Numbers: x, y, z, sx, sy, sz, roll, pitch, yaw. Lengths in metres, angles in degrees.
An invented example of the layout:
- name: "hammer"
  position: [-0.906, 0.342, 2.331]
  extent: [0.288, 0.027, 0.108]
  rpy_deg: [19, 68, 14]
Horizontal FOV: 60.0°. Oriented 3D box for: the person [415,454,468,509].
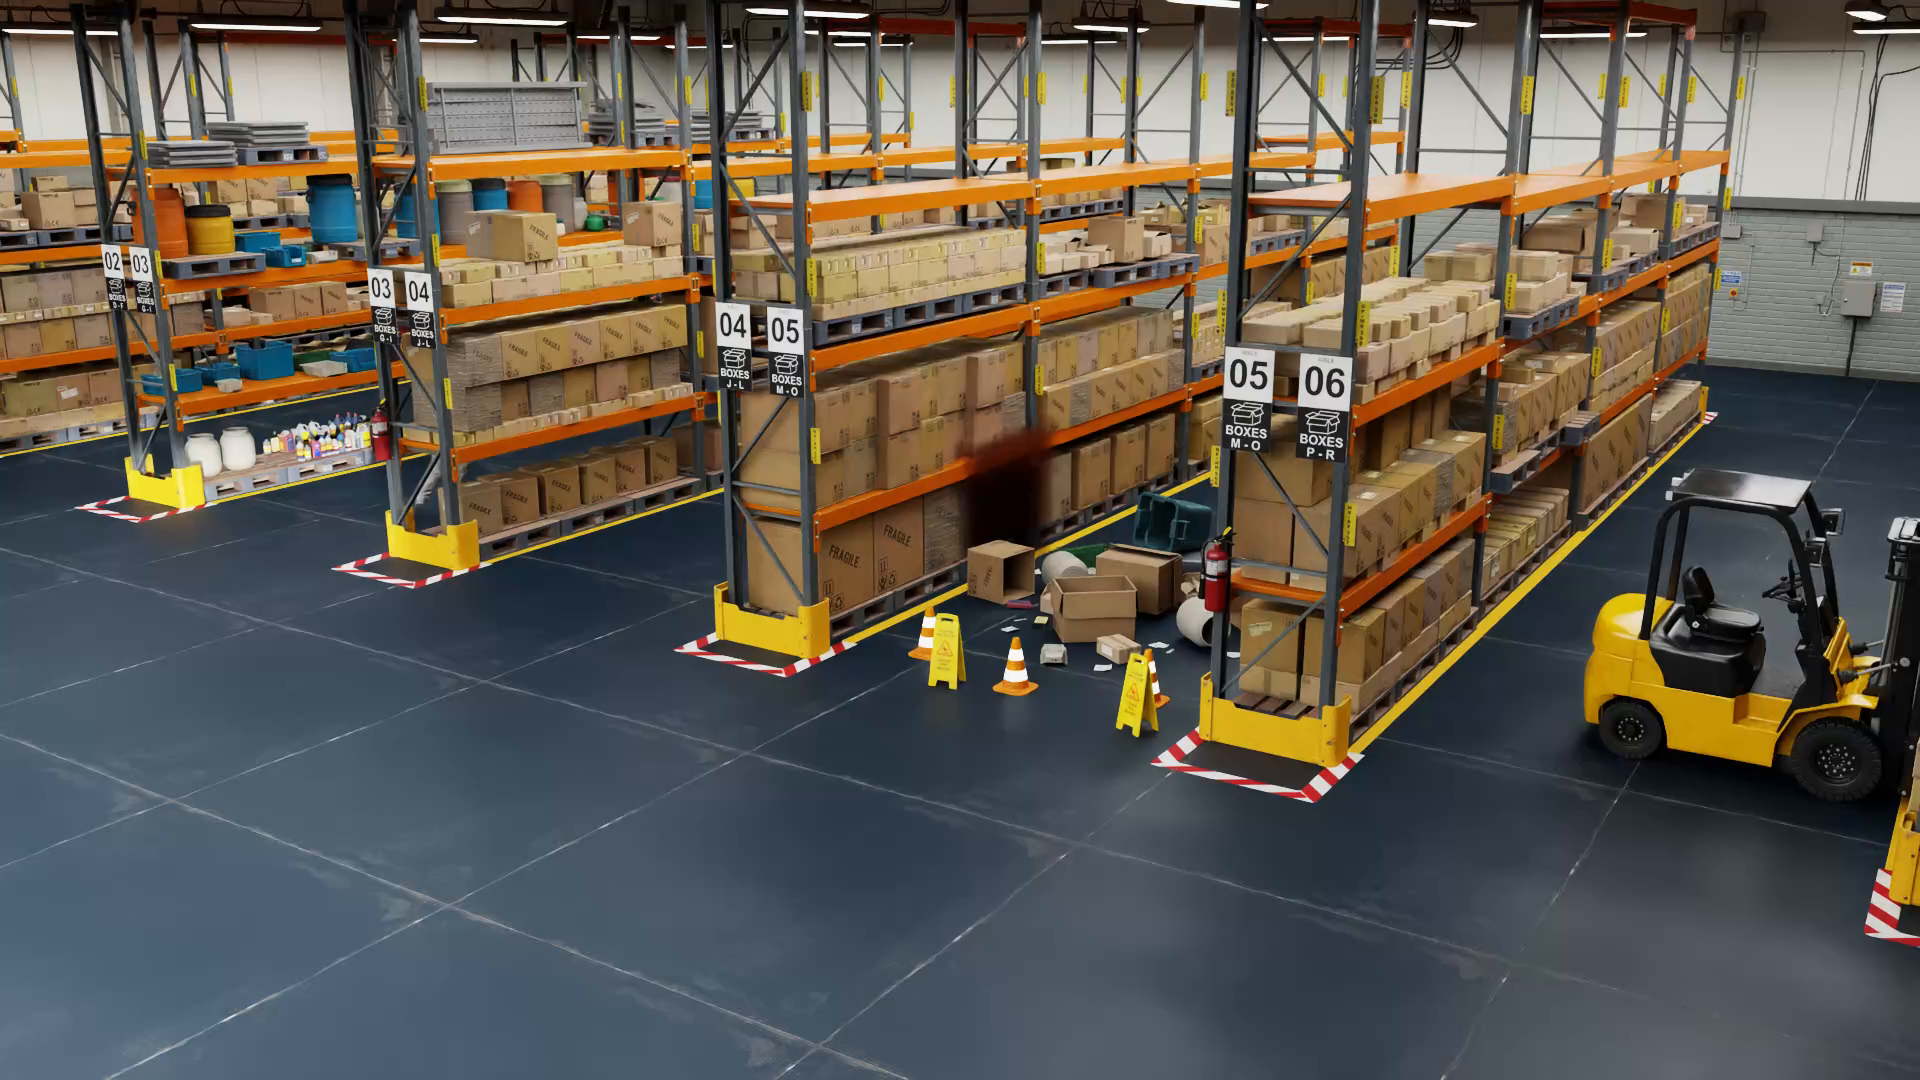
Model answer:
- name: "person"
  position: [-6.261, -1.167, 20.148]
  extent: [0.630, 1.760, 0.721]
  rpy_deg: [10, 18, 32]
